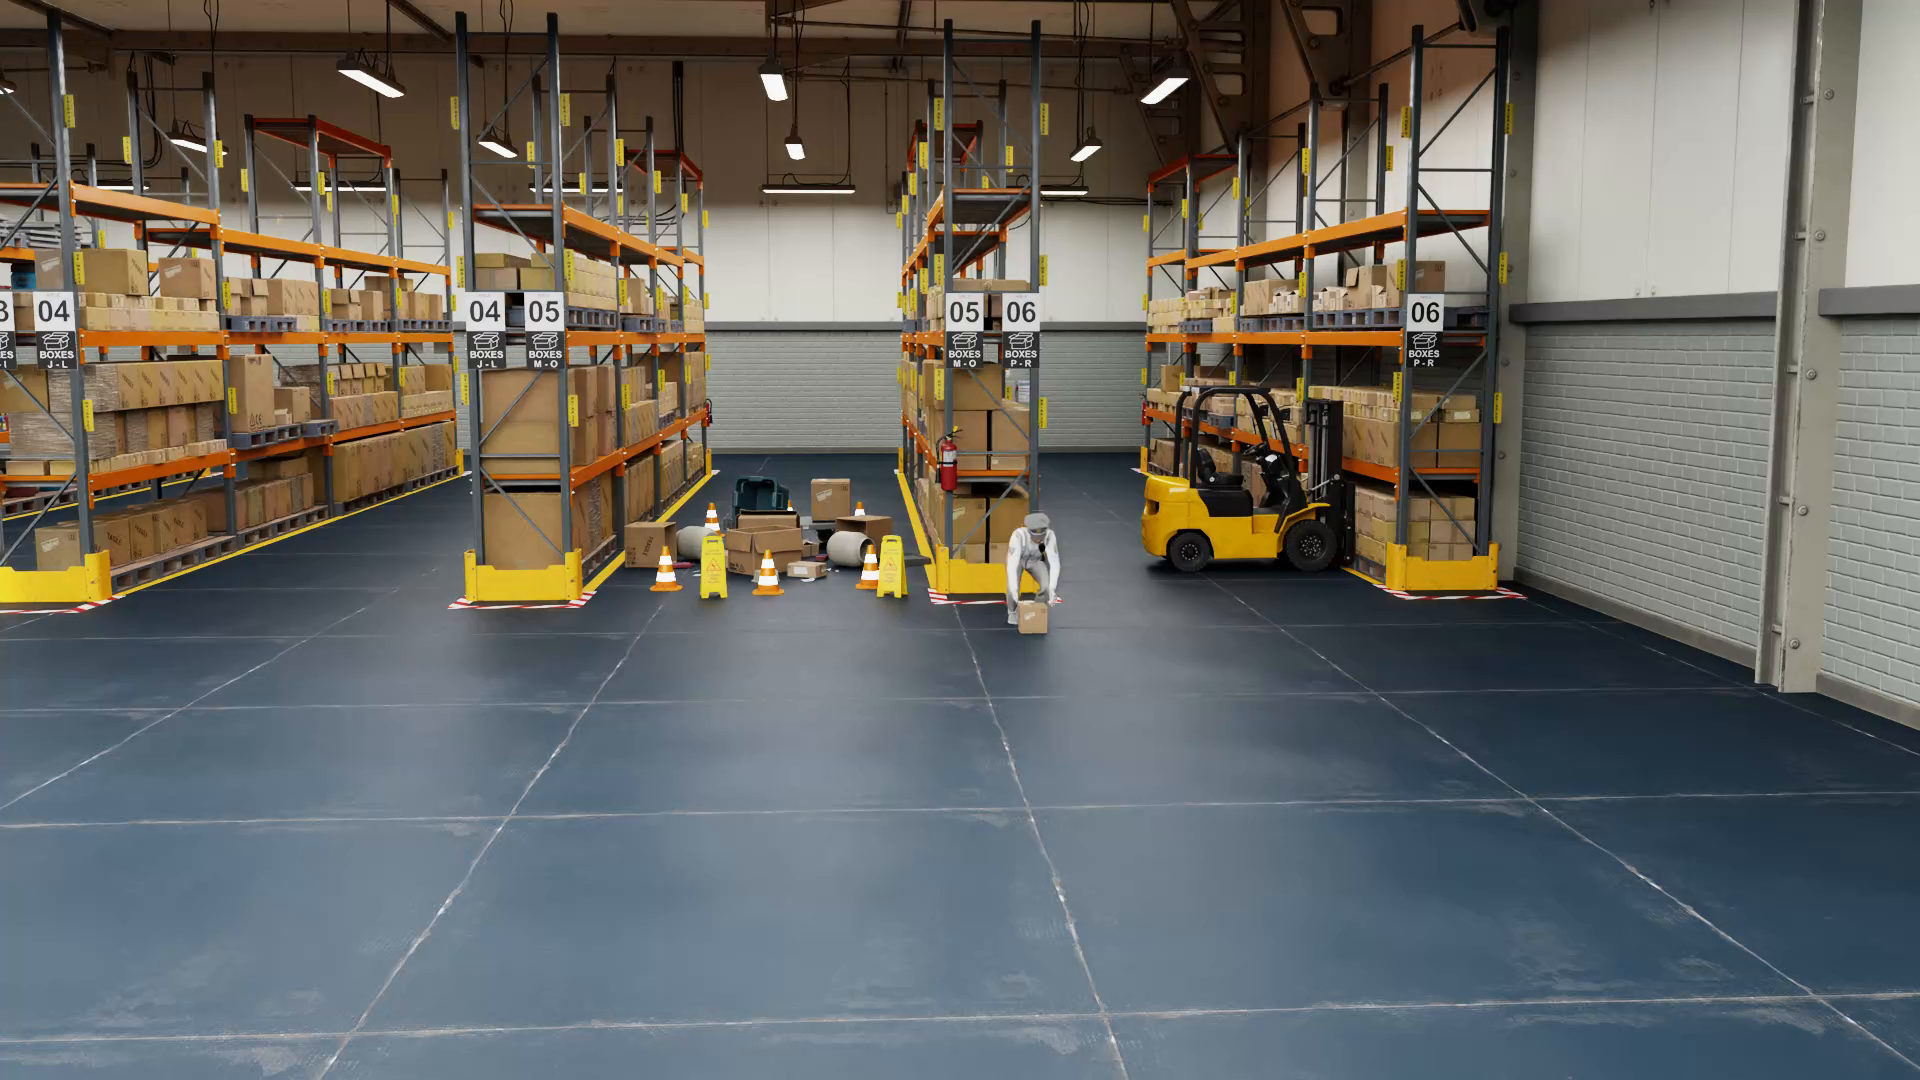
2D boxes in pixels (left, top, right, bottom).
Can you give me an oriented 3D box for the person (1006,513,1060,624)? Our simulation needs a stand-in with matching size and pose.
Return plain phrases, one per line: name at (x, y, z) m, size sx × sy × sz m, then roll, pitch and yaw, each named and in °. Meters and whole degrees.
person at (0.689, 0.268, 15.904) m, size 0.509 × 1.101 × 0.820 m, roll 0°, pitch 7°, yaw -4°
